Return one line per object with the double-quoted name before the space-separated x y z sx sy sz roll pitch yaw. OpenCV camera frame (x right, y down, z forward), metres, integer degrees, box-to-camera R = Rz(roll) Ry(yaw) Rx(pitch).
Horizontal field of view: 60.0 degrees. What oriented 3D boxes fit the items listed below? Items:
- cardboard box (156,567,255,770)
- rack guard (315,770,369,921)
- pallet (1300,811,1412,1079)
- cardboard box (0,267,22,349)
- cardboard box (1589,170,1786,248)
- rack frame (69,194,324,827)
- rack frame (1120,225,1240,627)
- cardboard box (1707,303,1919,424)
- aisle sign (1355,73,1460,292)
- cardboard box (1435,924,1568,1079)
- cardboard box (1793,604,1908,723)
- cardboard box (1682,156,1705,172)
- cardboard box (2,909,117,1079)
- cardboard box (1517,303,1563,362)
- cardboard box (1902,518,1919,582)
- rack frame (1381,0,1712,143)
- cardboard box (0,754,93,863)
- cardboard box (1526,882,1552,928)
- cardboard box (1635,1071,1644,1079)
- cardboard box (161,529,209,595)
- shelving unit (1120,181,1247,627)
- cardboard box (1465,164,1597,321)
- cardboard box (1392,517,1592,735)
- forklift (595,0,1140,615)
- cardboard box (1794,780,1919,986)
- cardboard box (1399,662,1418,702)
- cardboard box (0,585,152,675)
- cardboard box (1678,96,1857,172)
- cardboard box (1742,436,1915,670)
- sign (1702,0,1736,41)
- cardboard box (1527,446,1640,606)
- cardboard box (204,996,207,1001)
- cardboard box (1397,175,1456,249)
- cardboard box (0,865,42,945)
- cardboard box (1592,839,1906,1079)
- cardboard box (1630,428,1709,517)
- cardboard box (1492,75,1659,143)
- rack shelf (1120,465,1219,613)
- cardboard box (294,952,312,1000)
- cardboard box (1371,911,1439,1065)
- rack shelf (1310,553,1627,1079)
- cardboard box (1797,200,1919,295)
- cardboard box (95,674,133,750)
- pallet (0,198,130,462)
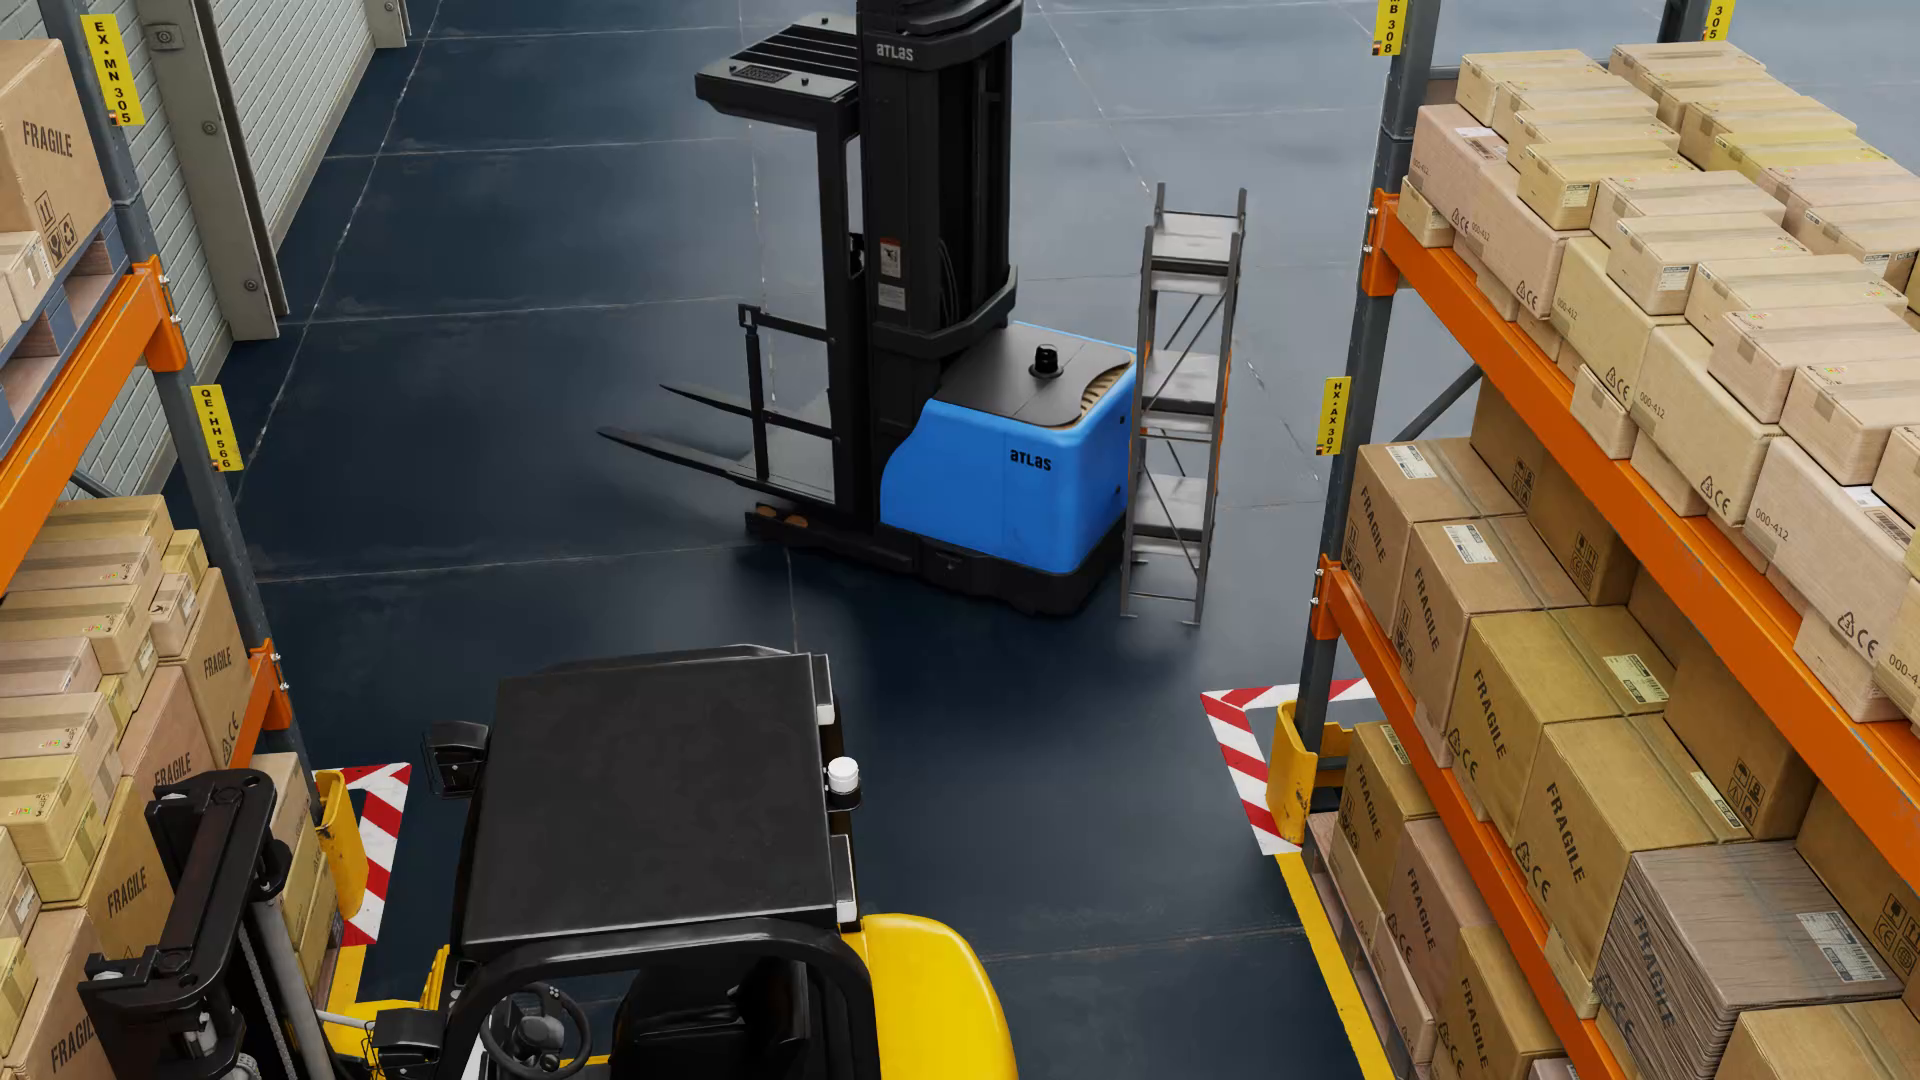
"cardboard box" -2.680 0.454 5.459 0.500 0.500 0.500 -5 35 -7
"rack guard" -3.009 1.261 6.585 1.175 0.500 0.348 -4 35 -6
"pallet" 1.996 1.514 6.470 1.003 0.211 1.213 -4 35 -6
"cardboard box" -2.560 -0.577 4.056 0.396 0.266 0.258 -4 35 -6
"cardboard box" 1.868 -0.828 4.282 0.380 0.149 0.250 -5 35 -7
"rack frame" -3.006 0.241 5.861 1.000 3.000 0.127 -4 35 -6
"rack frame" 0.995 -0.461 7.691 0.400 2.100 0.015 7 35 10
"cardboard box" 1.888 -0.388 3.636 0.380 0.149 0.250 -4 34 -6
"aisle sign" 1.596 -1.222 5.700 0.394 0.787 0.004 -4 35 -6
"cardboard box" 1.884 1.572 5.311 0.500 0.500 0.500 -4 34 -5
"cardboard box" 1.981 0.231 3.435 0.380 0.149 0.250 -3 34 -5
"cardboard box" 2.301 -0.890 4.727 0.500 0.250 0.500 -5 35 -7
"cardboard box" -2.472 1.310 4.204 0.500 0.500 0.500 -4 34 -6
"cardboard box" 1.818 -0.636 4.709 0.380 0.149 0.250 -5 35 -7
"cardboard box" 1.969 0.043 3.003 0.380 0.149 0.250 -3 34 -5
"rack frame" 1.912 -2.616 4.727 1.000 3.000 0.127 -4 35 -6
"cardboard box" -2.478 0.697 4.263 0.380 0.149 0.250 -4 34 -5
"cardboard box" 1.914 1.045 4.904 0.380 0.149 0.250 -5 35 -8
"cardboard box" 1.965 1.476 4.272 0.380 0.149 0.250 -5 35 -7
"cardboard box" -2.682 0.104 5.398 0.380 0.149 0.250 -4 34 -6
"shelving unit" 1.044 -0.597 7.888 0.431 2.100 0.503 7 35 10
"cardboard box" 1.774 -0.855 4.675 0.500 0.250 0.500 -5 35 -7
"cardboard box" 1.774 0.273 5.462 0.500 0.500 0.500 -3 34 -5
"forklift" -0.567 -1.417 8.356 3.031 2.935 1.130 16 38 23
"cardboard box" 2.518 0.687 3.966 0.700 0.500 0.500 -5 35 -7
"cardboard box" 1.756 0.466 5.754 0.380 0.149 0.250 -5 35 -8
"cardboard box" -2.623 0.272 4.887 0.380 0.149 0.250 -4 34 -5
"cardboard box" 2.299 -1.148 4.751 0.380 0.149 0.250 -5 35 -7
"cardboard box" 2.000 0.001 3.419 0.500 0.250 0.500 -5 35 -7
"sign" 2.465 -1.773 5.367 0.100 0.325 0.005 -4 35 -6
"cardboard box" 2.258 -0.163 5.213 0.700 0.500 0.500 -4 34 -6
"cardboard box" -2.483 1.589 5.064 0.500 0.250 0.500 -4 34 -6
"cardboard box" 1.635 -1.063 5.334 0.380 0.149 0.250 -4 35 -6
"cardboard box" -2.541 0.964 4.136 0.380 0.149 0.250 -5 35 -7
"cardboard box" 1.993 1.126 4.210 0.500 0.500 0.500 -3 34 -5
"cardboard box" 1.888 -0.198 4.065 0.380 0.149 0.250 -5 35 -8
"cardboard box" 1.807 -1.249 4.899 0.380 0.149 0.250 -5 35 -7
"rack shelf" 1.045 -0.009 8.292 0.431 0.518 0.480 7 35 10
"cardboard box" -2.572 1.720 5.760 0.500 0.250 0.500 -4 35 -6
"cardboard box" 1.807 1.582 5.962 0.500 0.250 0.500 -3 34 -5
"rack shelf" 2.181 1.276 4.981 1.077 0.370 4.000 -4 35 -6
"cardboard box" 2.317 -0.717 4.119 0.380 0.149 0.250 -5 35 -8
"cardboard box" -2.622 0.533 4.768 0.380 0.149 0.250 -5 35 -7
"pallet" -2.937 -0.565 4.460 1.003 0.211 1.213 -4 35 -6
